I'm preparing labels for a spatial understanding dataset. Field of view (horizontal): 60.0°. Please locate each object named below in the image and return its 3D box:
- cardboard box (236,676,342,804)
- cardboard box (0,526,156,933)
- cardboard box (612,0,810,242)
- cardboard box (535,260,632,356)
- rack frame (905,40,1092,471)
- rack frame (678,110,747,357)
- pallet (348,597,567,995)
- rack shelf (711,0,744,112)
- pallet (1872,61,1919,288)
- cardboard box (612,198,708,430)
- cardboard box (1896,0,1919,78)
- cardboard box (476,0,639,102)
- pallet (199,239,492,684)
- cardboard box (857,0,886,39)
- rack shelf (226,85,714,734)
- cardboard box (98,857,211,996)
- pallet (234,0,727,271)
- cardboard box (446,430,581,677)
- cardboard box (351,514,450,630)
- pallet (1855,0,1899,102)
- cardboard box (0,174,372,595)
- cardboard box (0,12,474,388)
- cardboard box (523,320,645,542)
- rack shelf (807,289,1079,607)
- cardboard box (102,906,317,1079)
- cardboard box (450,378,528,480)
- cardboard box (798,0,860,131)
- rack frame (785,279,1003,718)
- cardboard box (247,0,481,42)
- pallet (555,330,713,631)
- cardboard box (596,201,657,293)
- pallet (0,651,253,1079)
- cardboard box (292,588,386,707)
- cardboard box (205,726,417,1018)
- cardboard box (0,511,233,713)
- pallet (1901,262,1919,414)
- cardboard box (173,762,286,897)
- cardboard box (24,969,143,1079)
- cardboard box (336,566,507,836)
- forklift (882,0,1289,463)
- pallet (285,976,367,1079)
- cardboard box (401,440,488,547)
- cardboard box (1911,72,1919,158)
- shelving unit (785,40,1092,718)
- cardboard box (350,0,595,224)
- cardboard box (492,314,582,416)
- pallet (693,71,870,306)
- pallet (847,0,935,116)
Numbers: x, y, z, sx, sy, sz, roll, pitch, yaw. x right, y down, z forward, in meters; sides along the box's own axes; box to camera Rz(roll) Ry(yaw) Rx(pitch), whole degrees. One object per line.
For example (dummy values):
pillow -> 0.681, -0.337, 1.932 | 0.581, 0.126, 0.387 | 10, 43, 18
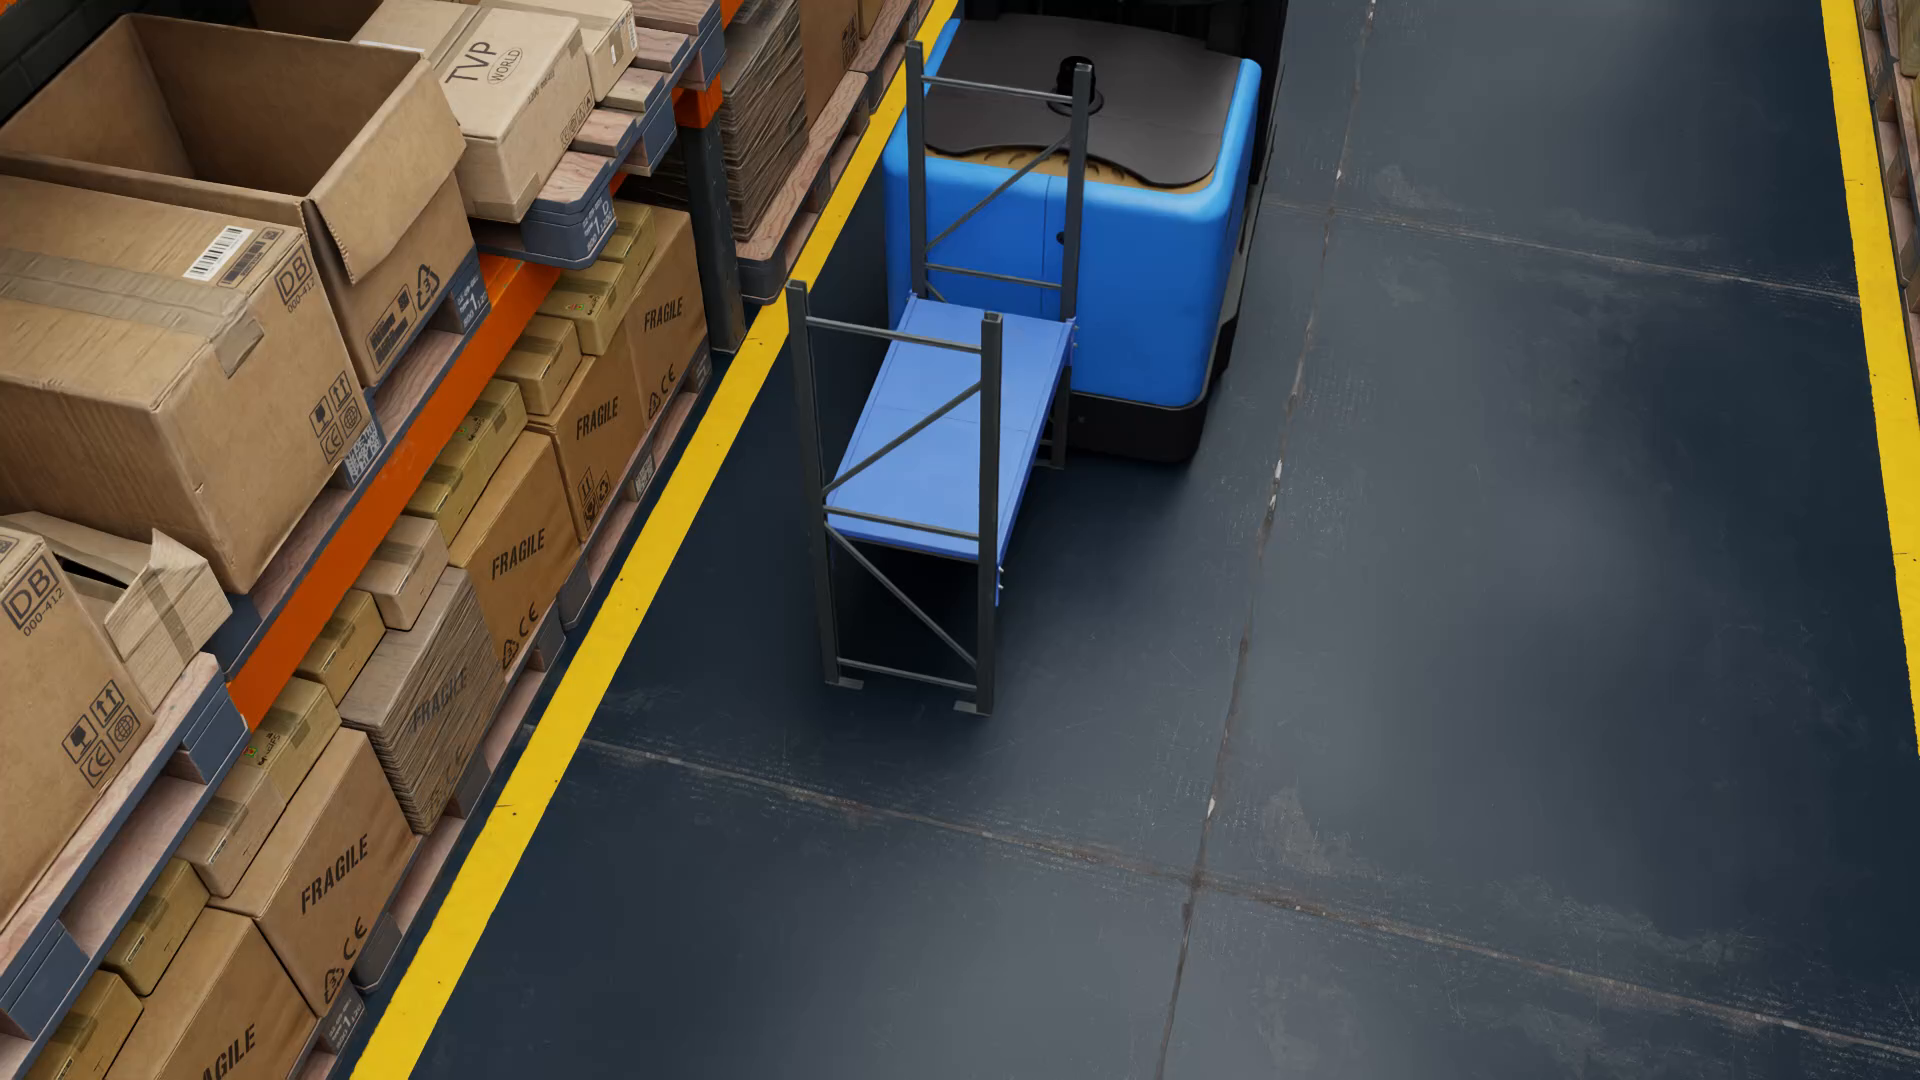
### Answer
cardboard box -> -1.671, 0.426, 3.828 | 0.380, 0.149, 0.250 | 13, 50, 11
cardboard box -> -1.826, 0.264, 2.670 | 0.700, 0.500, 0.500 | 12, 50, 10
cardboard box -> -1.075, -1.579, 5.946 | 0.875, 0.625, 0.625 | 13, 50, 11
cardboard box -> -1.180, -0.693, 4.815 | 0.380, 0.149, 0.250 | 9, 49, 8
rack frame -> 0.100, -0.779, 4.937 | 0.500, 1.500, 0.032 | 11, 49, 9
rack frame -> -1.253, -1.777, 4.818 | 1.000, 3.000, 0.127 | 12, 50, 10
pallet -> -1.809, 0.558, 4.617 | 1.003, 0.211, 1.213 | 12, 50, 10
rack shelf -> -0.726, -2.986, 6.364 | 1.077, 0.370, 4.000 | 12, 50, 10
pallet -> 4.067, -1.322, 6.276 | 1.003, 0.211, 1.213 | 12, 50, 10
cardboard box -> -1.157, -0.740, 5.290 | 0.500, 0.500, 0.500 | 13, 50, 11
cardboard box -> 4.268, -2.062, 6.542 | 0.950, 0.372, 0.625 | 14, 50, 12
cardboard box -> -1.055, -1.282, 4.268 | 0.380, 0.149, 0.250 | 12, 50, 11
pallet -> -1.760, -0.306, 3.647 | 1.003, 0.211, 1.213 | 12, 50, 10
cardboard box -> -0.734, -2.540, 6.795 | 0.875, 0.625, 0.625 | 10, 49, 8
rack shelf -> -1.779, -0.092, 3.811 | 1.077, 0.370, 4.000 | 12, 50, 10
cardboard box -> -1.841, 0.778, 3.517 | 0.380, 0.149, 0.250 | 11, 49, 9
pallet -> -1.363, -1.209, 4.445 | 1.213, 0.211, 1.003 | 12, 50, 10
cardboard box -> -1.434, -0.001, 4.638 | 0.500, 0.500, 0.500 | 14, 50, 12
cardboard box -> -1.514, 0.057, 4.153 | 0.380, 0.149, 0.250 | 9, 49, 8
pallet -> 4.386, -2.207, 7.057 | 1.003, 0.211, 1.213 | 12, 50, 10
cardboard box -> -1.620, -0.304, 3.171 | 0.700, 0.500, 0.500 | 11, 50, 10
cardboard box -> -1.504, -0.733, 3.547 | 0.797, 0.503, 0.637 | 11, 49, 9
cardboard box -> -1.298, -0.381, 4.972 | 0.500, 0.500, 0.500 | 11, 49, 9
rack shelf -> -0.025, -0.291, 4.746 | 0.538, 0.185, 1.000 | 11, 49, 9
cardboard box -> -1.830, 1.112, 3.655 | 0.500, 0.500, 0.500 | 11, 49, 10
cardboard box -> -1.405, -0.329, 4.494 | 0.380, 0.149, 0.250 | 13, 50, 11
cardboard box -> -0.911, -2.053, 6.365 | 0.875, 0.625, 0.625 | 13, 50, 11
rack frame -> -0.150, -0.040, 4.285 | 0.500, 1.500, 0.032 | 11, 49, 9
cardboard box -> -1.539, -1.608, 4.321 | 0.500, 0.500, 0.500 | 14, 50, 12
pallet -> -1.486, -0.322, 5.393 | 1.003, 0.211, 1.213 | 12, 50, 10
cardboard box -> -1.138, -0.896, 4.995 | 0.380, 0.149, 0.250 | 9, 49, 8
pallet -> -1.990, 0.623, 2.827 | 1.003, 0.211, 1.213 | 12, 50, 10
cardboard box -> -1.628, 0.225, 4.005 | 0.380, 0.149, 0.250 | 12, 50, 10
cardboard box -> -1.695, 0.752, 3.973 | 0.500, 0.500, 0.500 | 10, 49, 9
cardboard box -> -1.570, 0.093, 2.977 | 0.396, 0.266, 0.258 | 14, 50, 12
pallet -> 3.744, -0.442, 5.500 | 1.003, 0.211, 1.213 | 12, 50, 10
cardboard box -> -1.739, 0.605, 3.670 | 0.380, 0.149, 0.250 | 11, 50, 10
cardboard box -> -1.900, 0.979, 3.339 | 0.380, 0.149, 0.250 | 9, 49, 8
cardboard box -> -1.552, 0.378, 4.303 | 0.500, 0.500, 0.500 | 10, 49, 9
forklift -> 0.615, -2.350, 5.369 | 1.130, 2.935, 3.031 | 11, 49, 9
pallet -> -2.128, 1.443, 3.835 | 1.003, 0.211, 1.213 | 12, 50, 10
cardboard box -> -1.471, -0.148, 4.335 | 0.380, 0.149, 0.250 | 11, 49, 9
cardboard box -> 4.087, -1.559, 6.098 | 0.950, 0.372, 0.625 | 13, 50, 11
shelving unit -> -0.025, -0.410, 4.611 | 0.538, 1.500, 1.048 | 11, 49, 9
cardboard box -> -1.218, -1.039, 3.987 | 0.500, 0.250, 0.500 | 9, 49, 8
cardboard box -> -1.292, -0.511, 4.655 | 0.380, 0.149, 0.250 | 10, 49, 9
pallet -> -0.998, -1.442, 6.382 | 1.003, 0.211, 1.213 | 12, 50, 10
pallet -> -0.675, -2.322, 7.158 | 1.003, 0.211, 1.213 | 12, 50, 10
